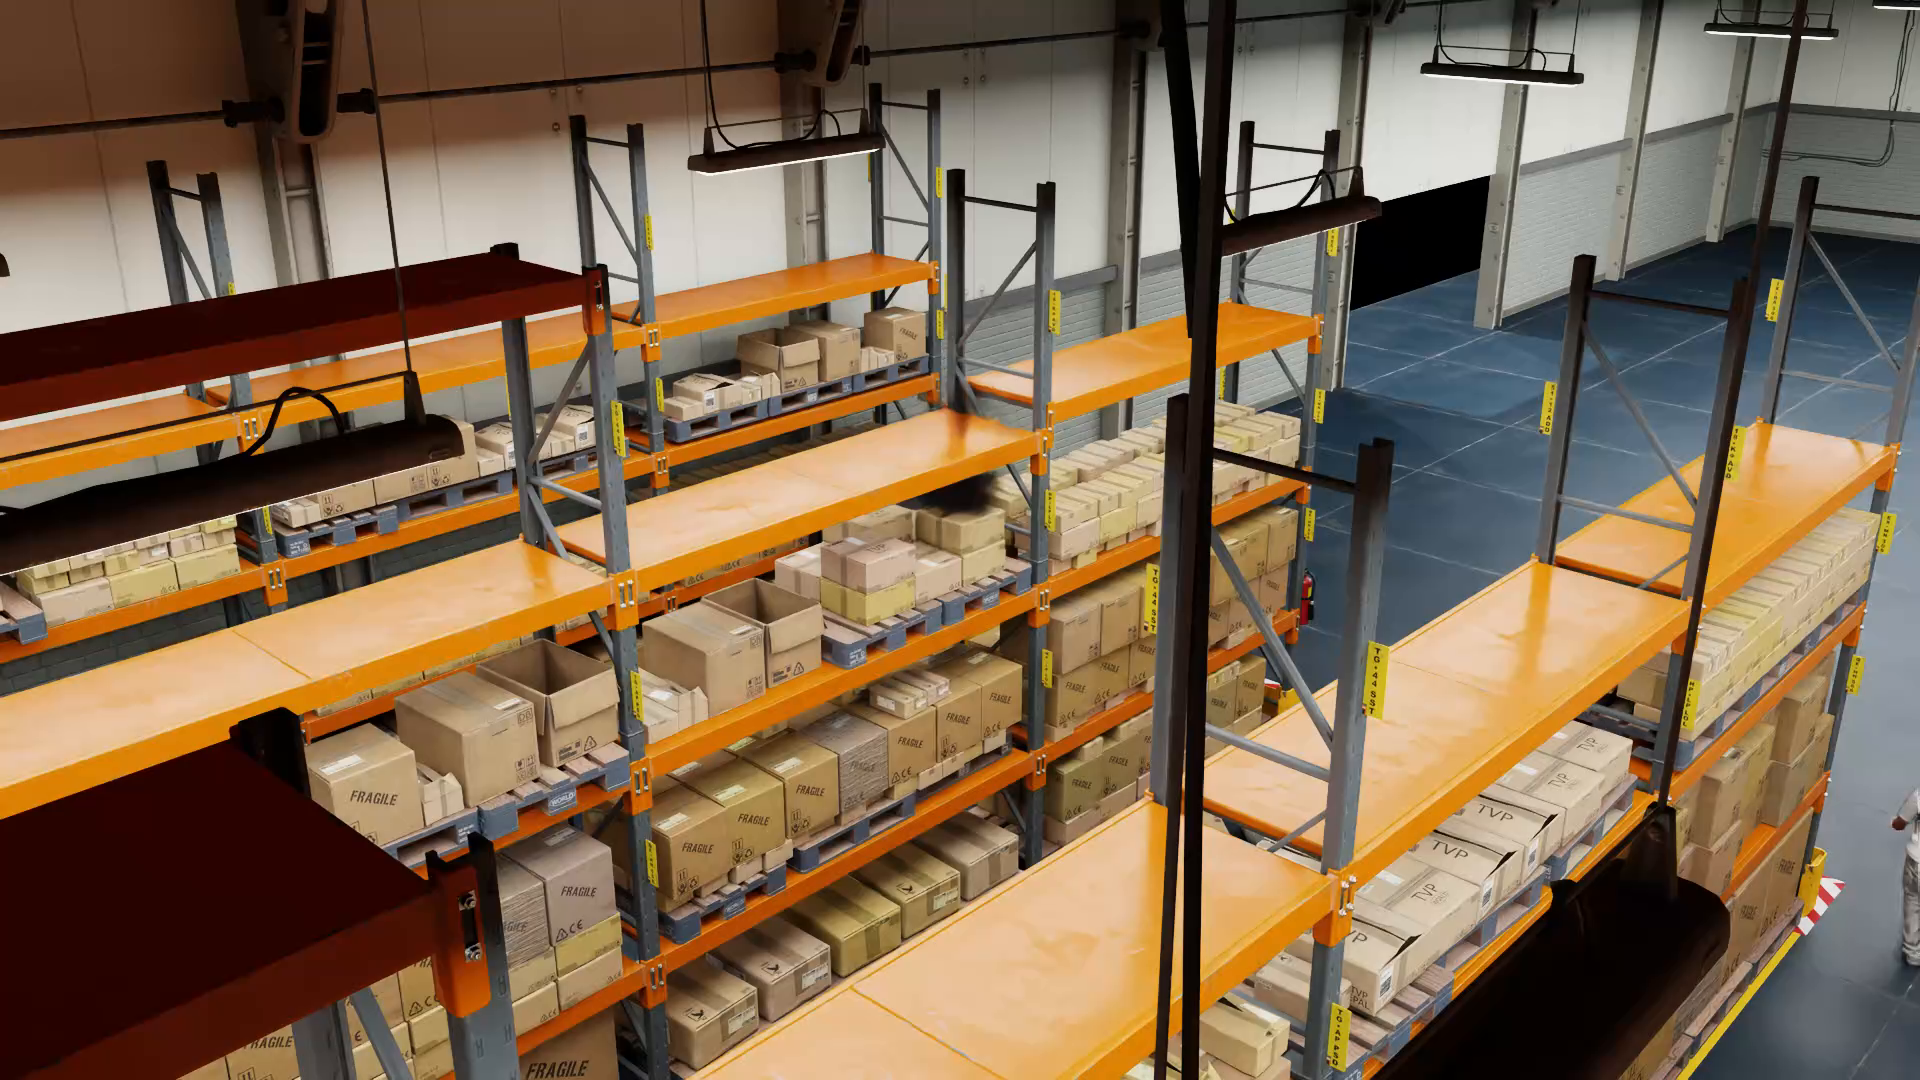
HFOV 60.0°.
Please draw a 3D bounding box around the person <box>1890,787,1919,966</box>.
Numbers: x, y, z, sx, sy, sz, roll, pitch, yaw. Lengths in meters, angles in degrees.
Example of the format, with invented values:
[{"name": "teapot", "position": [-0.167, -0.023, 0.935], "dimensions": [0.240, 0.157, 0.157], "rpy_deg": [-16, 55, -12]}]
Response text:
[{"name": "person", "position": [7.755, 2.482, 13.229], "dimensions": [0.677, 1.737, 0.703], "rpy_deg": [6, 22, 15]}]
